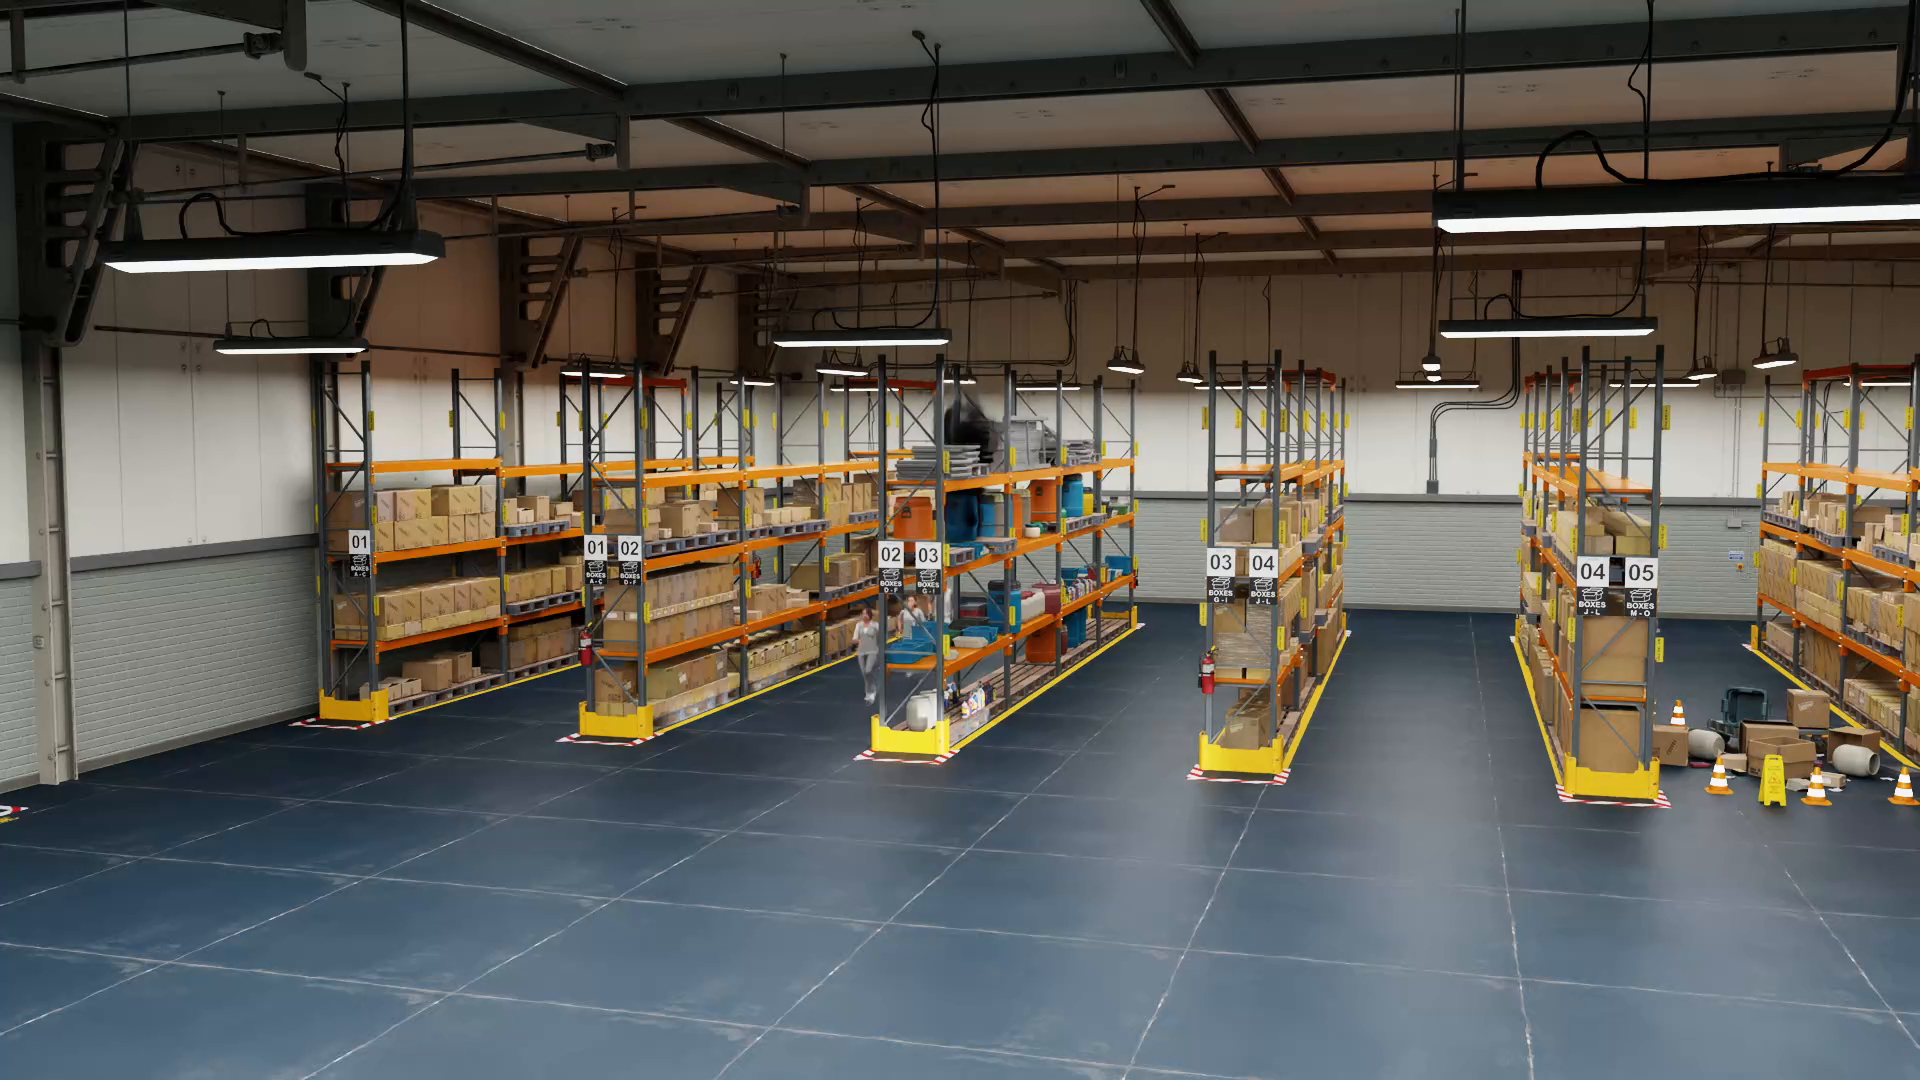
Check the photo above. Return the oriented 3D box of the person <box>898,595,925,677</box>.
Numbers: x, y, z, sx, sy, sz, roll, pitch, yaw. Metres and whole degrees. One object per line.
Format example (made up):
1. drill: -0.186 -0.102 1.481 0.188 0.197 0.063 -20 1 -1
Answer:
1. person: -0.932 1.823 31.361 0.566 1.592 0.550 1 4 9

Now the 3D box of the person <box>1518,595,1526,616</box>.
1. person: 13.339 1.437 38.774 0.576 1.619 0.595 0 4 -1

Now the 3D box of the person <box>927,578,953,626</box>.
1. person: -0.362 1.621 35.287 0.643 1.733 0.638 0 4 2

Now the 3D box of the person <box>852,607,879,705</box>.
1. person: -1.546 1.937 27.780 0.510 1.623 0.639 1 4 16
